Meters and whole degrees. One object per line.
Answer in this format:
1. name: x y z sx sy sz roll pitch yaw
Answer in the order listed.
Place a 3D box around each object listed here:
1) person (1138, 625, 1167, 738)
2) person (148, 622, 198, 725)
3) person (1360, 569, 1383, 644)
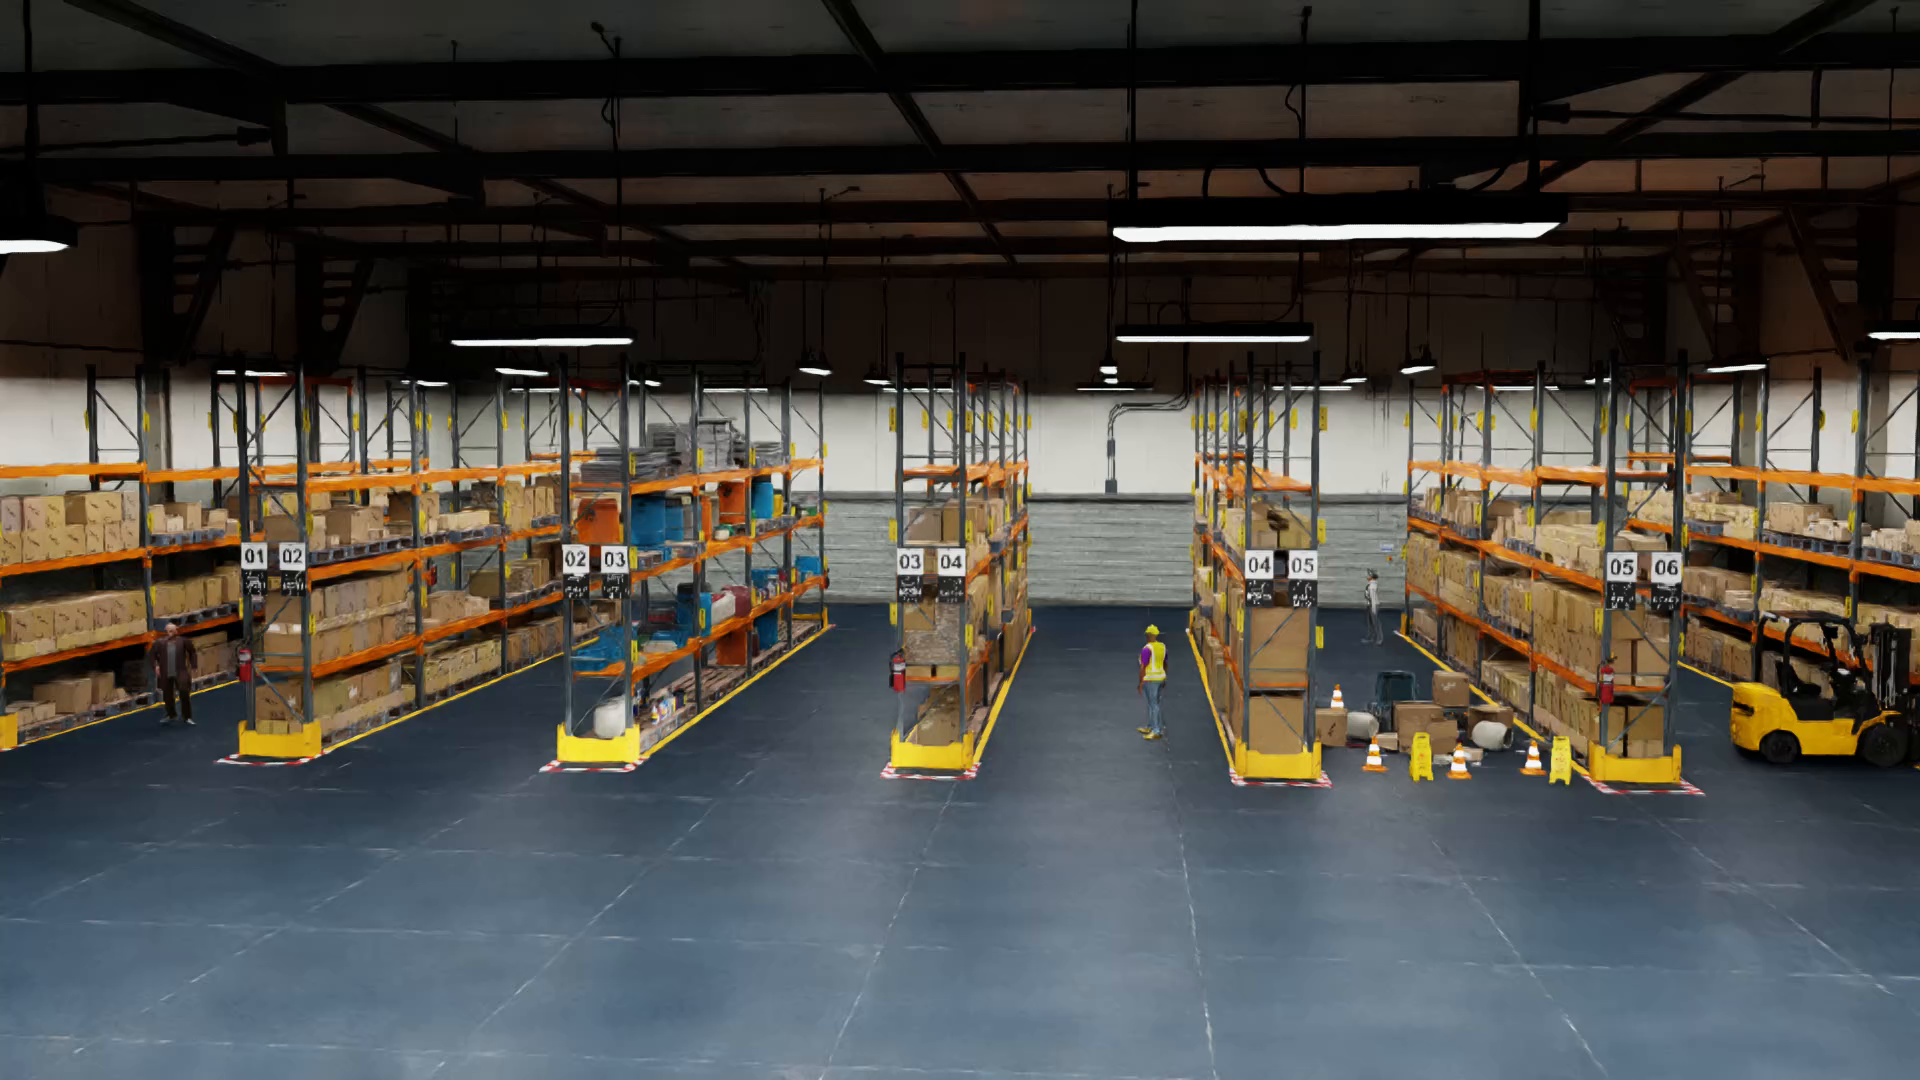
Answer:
1. person: 3.034 2.228 26.423 0.580 1.763 0.673 3 5 38
2. person: -12.926 2.191 27.363 0.733 1.716 0.872 -1 4 -13
3. person: 9.323 1.494 37.581 0.483 1.667 0.642 1 4 10
